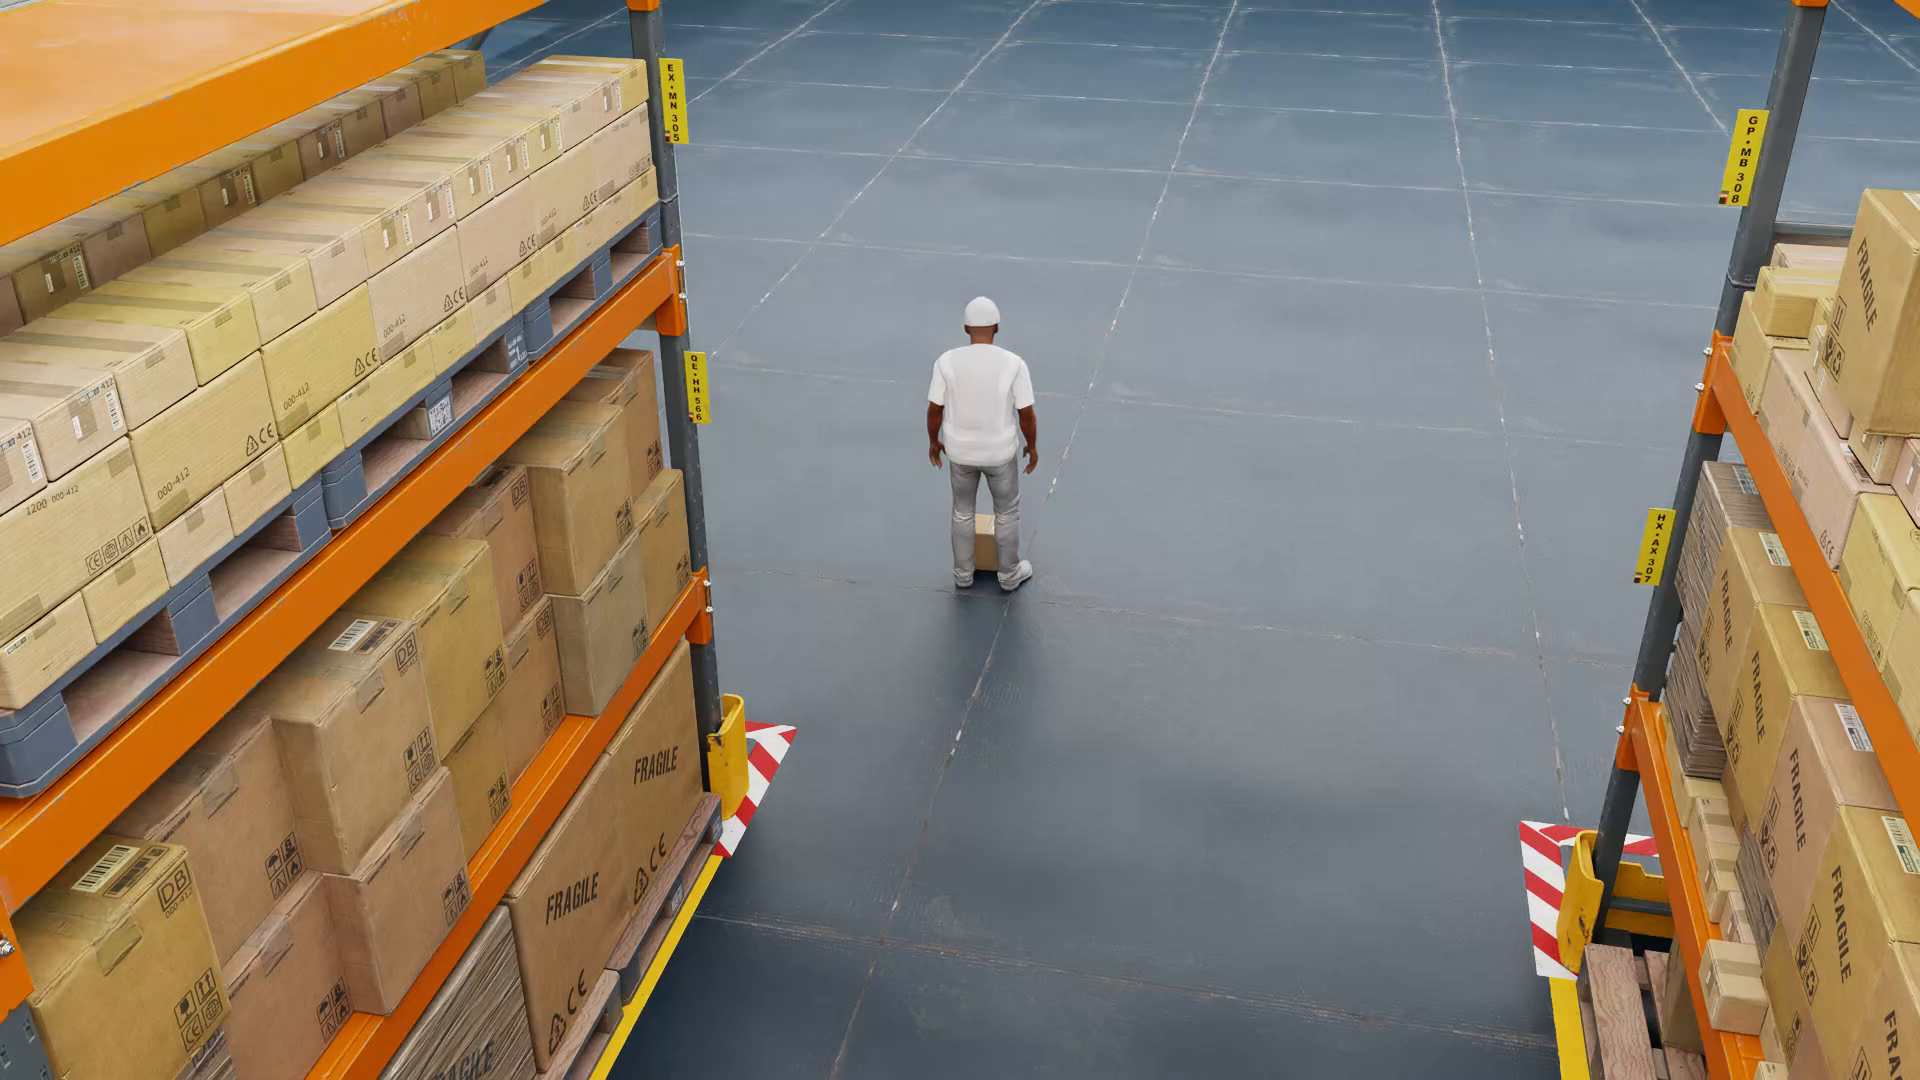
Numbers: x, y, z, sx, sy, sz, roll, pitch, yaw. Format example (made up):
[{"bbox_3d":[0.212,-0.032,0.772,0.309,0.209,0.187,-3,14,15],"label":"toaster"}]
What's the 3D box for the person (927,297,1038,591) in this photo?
[{"bbox_3d":[0.133,-0.541,9.592,0.638,1.761,0.457,5,29,9],"label":"person"}]
